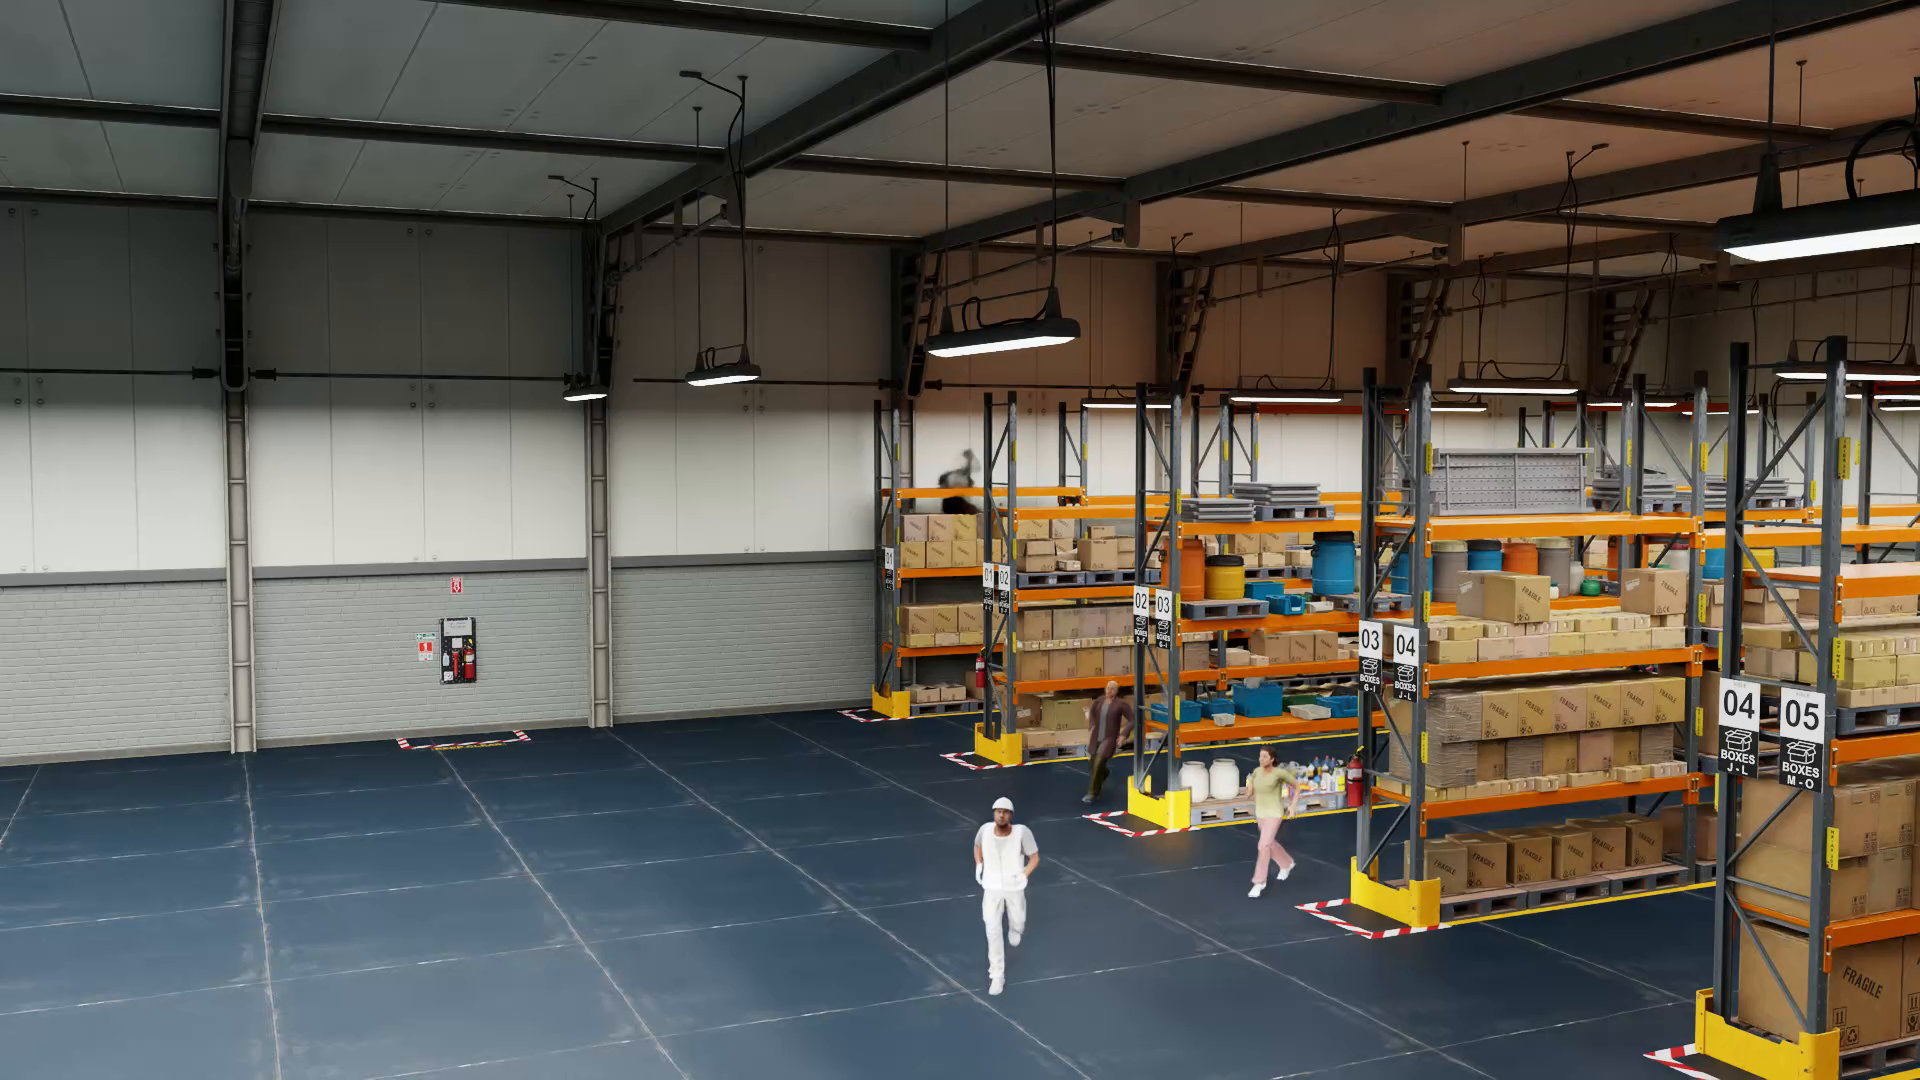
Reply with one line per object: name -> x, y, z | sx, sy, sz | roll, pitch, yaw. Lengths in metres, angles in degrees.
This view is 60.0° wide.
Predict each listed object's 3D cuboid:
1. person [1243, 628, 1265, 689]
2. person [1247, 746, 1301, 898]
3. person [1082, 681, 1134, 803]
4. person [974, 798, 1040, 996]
person -> 5.665, 2.455, 31.587 | 0.554, 1.746, 0.641 | -2, 4, -26
person -> 3.590, 3.213, 19.244 | 0.930, 1.686, 0.604 | -3, 4, -41
person -> 2.177, 2.894, 24.053 | 0.767, 1.746, 0.846 | 2, 4, 36
person -> 0.444, 3.364, 16.044 | 0.651, 1.774, 1.087 | 0, 3, 5
